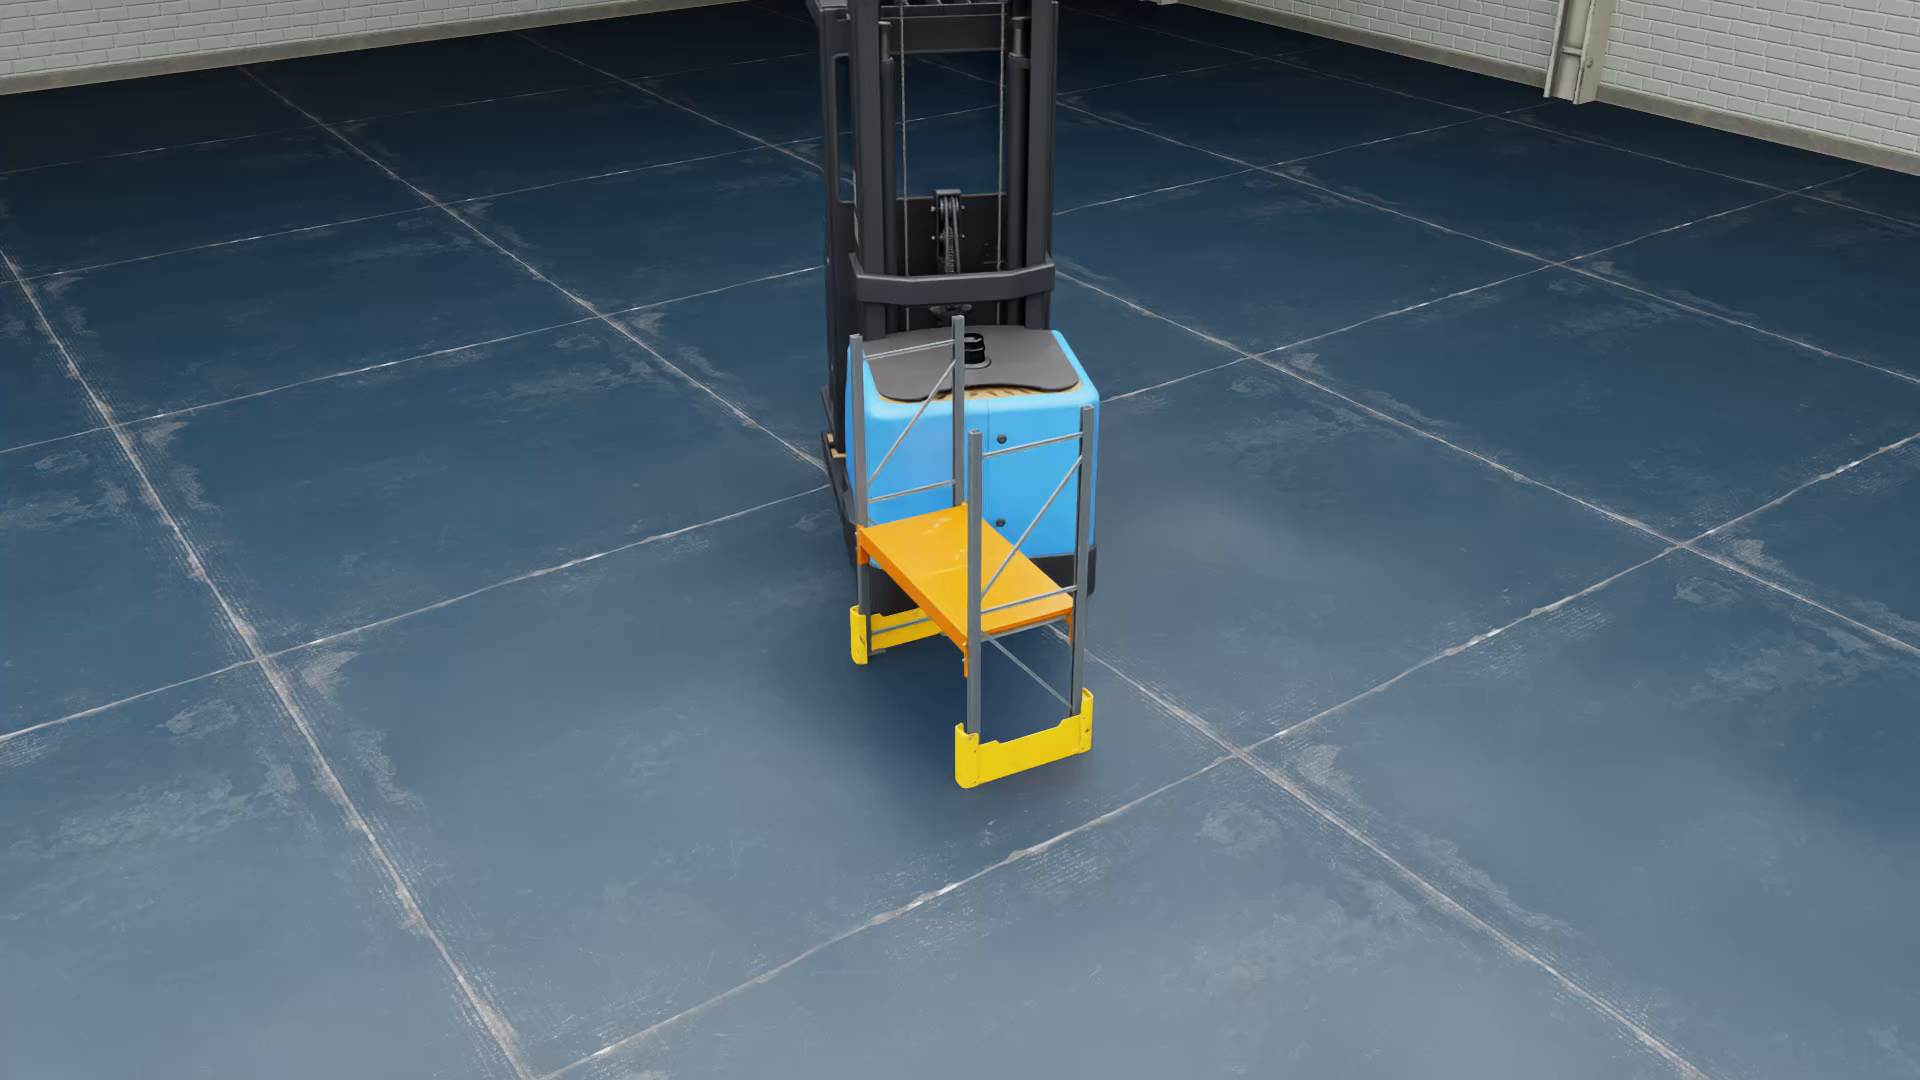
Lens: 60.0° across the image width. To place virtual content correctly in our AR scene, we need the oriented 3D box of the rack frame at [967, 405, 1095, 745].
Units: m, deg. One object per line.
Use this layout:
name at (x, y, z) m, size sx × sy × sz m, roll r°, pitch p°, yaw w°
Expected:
rack frame at (0.256, 0.230, 6.255) m, size 0.500 × 1.500 × 0.032 m, roll -14°, pitch 31°, yaw -24°

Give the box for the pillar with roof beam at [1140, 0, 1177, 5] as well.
pillar with roof beam at (-1.061, -9.389, 16.109) m, size 9.100 × 9.000 × 0.400 m, roll -19°, pitch 34°, yaw -31°

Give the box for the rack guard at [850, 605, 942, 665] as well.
rack guard at (-0.201, 0.356, 7.332) m, size 0.587 × 0.250 × 0.087 m, roll -14°, pitch 31°, yaw -24°

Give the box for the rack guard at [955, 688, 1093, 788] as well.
rack guard at (0.255, 0.779, 6.554) m, size 0.587 × 0.250 × 0.087 m, roll -14°, pitch 31°, yaw -24°

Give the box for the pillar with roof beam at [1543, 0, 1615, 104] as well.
pillar with roof beam at (2.419, -7.056, 11.814) m, size 9.100 × 9.000 × 0.400 m, roll -19°, pitch 34°, yaw -31°

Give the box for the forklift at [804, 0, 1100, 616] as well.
forklift at (-0.141, -1.630, 8.180) m, size 1.130 × 2.935 × 3.031 m, roll -5°, pitch 29°, yaw -9°

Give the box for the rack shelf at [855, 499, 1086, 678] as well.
rack shelf at (0.023, 0.173, 6.737) m, size 0.538 × 0.185 × 1.000 m, roll -14°, pitch 31°, yaw -24°

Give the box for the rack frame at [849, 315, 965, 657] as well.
rack frame at (-0.210, -0.201, 7.049) m, size 0.500 × 1.500 × 0.032 m, roll -14°, pitch 31°, yaw -24°

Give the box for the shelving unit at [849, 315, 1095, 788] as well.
shelving unit at (0.027, 0.018, 6.644) m, size 0.587 × 1.500 × 1.083 m, roll -14°, pitch 31°, yaw -24°
